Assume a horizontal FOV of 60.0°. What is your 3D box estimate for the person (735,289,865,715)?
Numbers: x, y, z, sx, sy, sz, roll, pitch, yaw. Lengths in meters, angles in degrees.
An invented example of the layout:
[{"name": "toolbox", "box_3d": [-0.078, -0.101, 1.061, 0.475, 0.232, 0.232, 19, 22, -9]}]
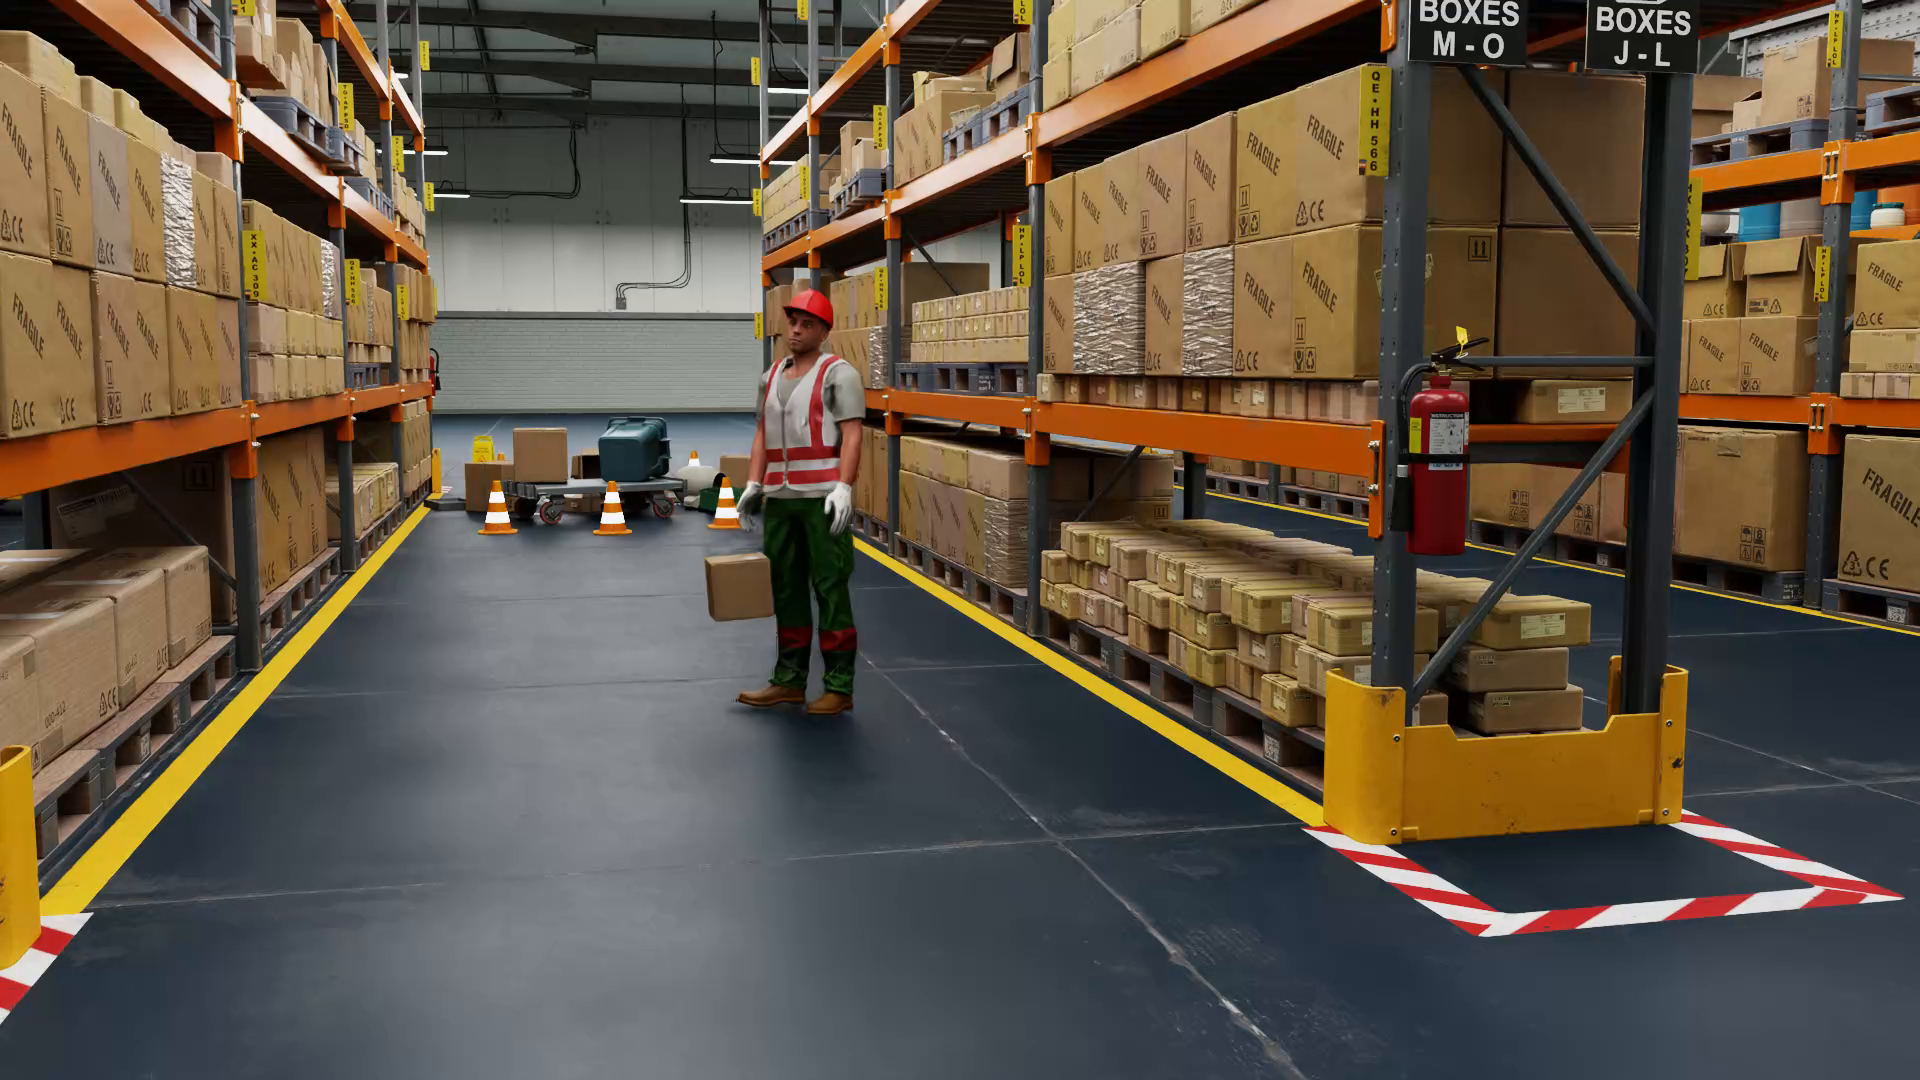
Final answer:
[{"name": "person", "box_3d": [-0.670, -0.162, 7.065, 0.614, 1.798, 0.400, 4, 7, 33]}]
